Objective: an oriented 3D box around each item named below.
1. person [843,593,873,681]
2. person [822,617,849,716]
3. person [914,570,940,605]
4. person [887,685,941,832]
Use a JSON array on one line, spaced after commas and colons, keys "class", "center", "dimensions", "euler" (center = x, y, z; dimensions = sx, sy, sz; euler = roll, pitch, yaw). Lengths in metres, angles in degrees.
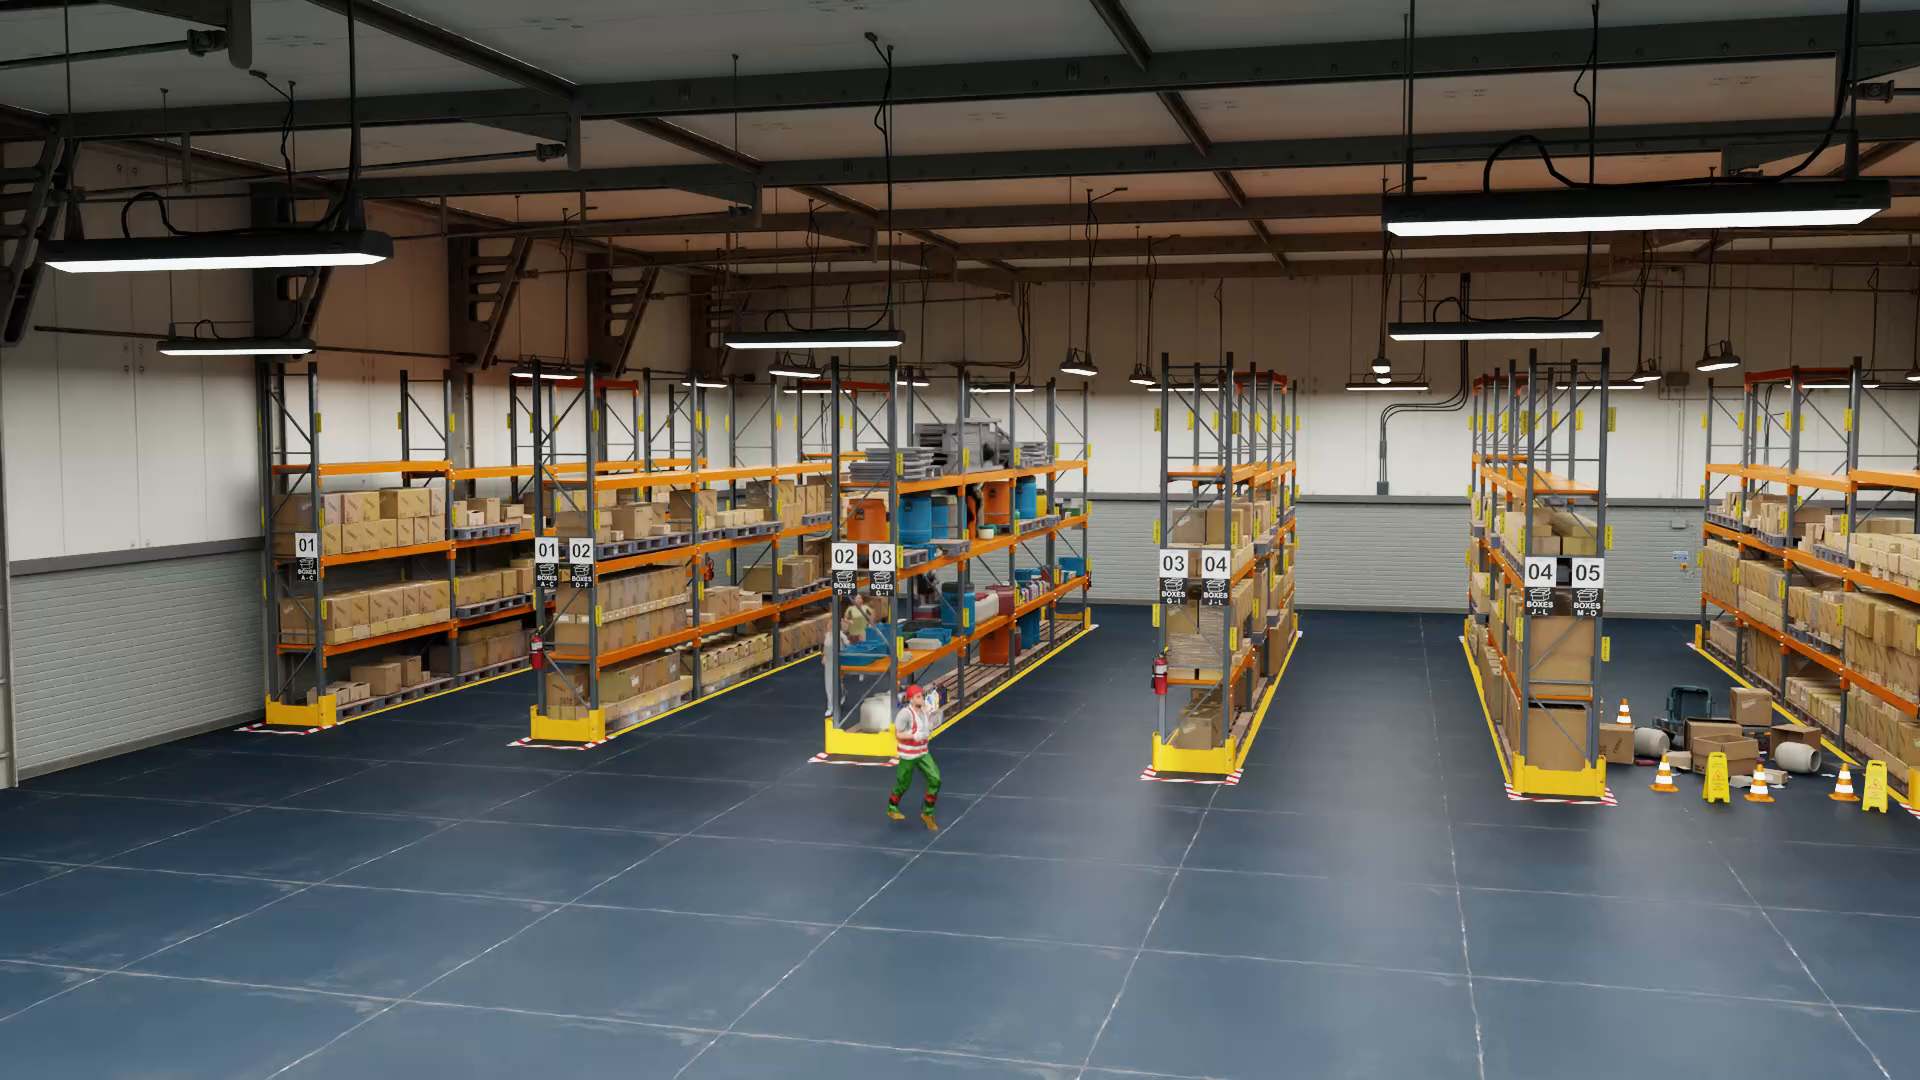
[{"class": "person", "center": [-2.000, 1.875, 32.617], "dimensions": [0.561, 1.710, 0.774], "euler": [0, 4, 5]}, {"class": "person", "center": [-2.142, 2.166, 28.727], "dimensions": [0.563, 1.660, 0.802], "euler": [1, 4, 20]}, {"class": "person", "center": [-0.825, 1.324, 40.205], "dimensions": [0.671, 1.729, 0.823], "euler": [0, 4, 7]}, {"class": "person", "center": [-0.618, 2.681, 20.490], "dimensions": [0.631, 1.823, 0.825], "euler": [-4, 6, -44]}]
